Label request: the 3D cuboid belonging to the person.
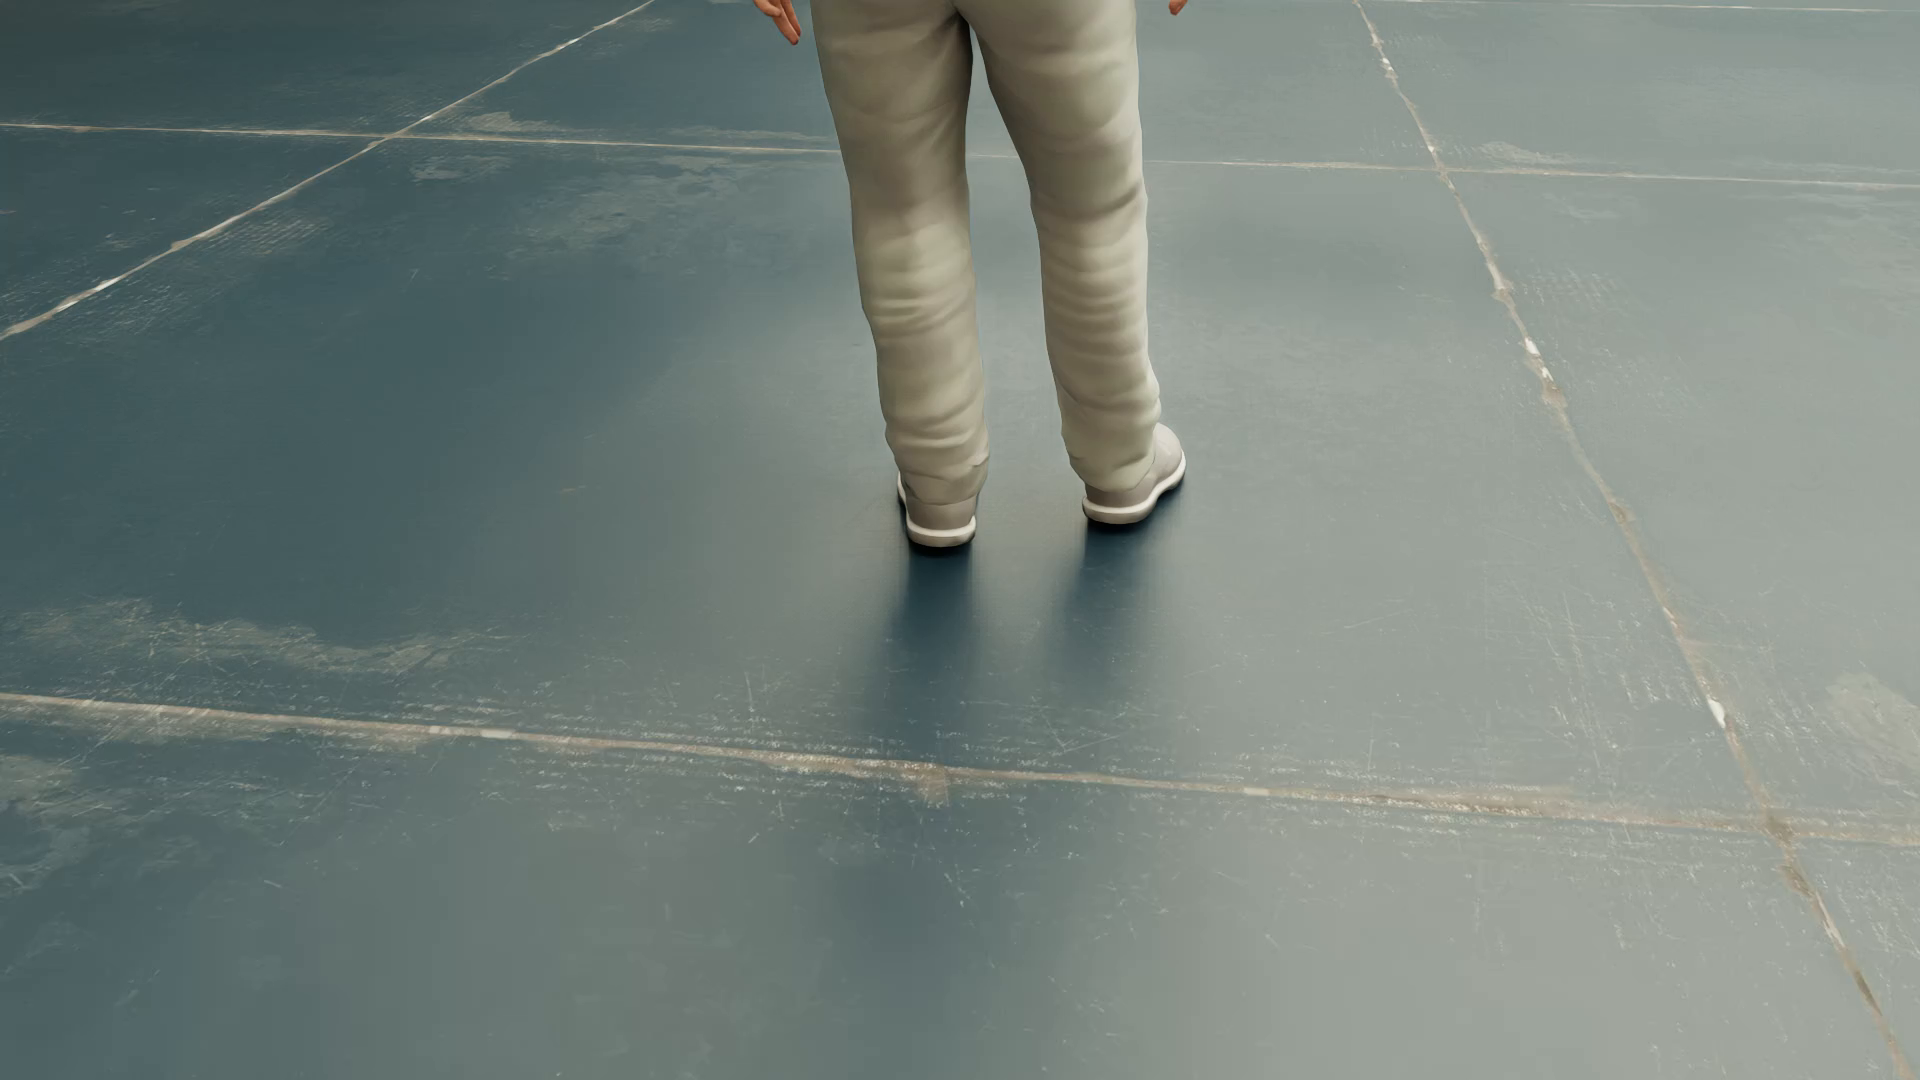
[{"bbox_3d":[0.023,-0.837,2.166,0.640,1.781,0.575,3,27,7],"label":"person"}]
